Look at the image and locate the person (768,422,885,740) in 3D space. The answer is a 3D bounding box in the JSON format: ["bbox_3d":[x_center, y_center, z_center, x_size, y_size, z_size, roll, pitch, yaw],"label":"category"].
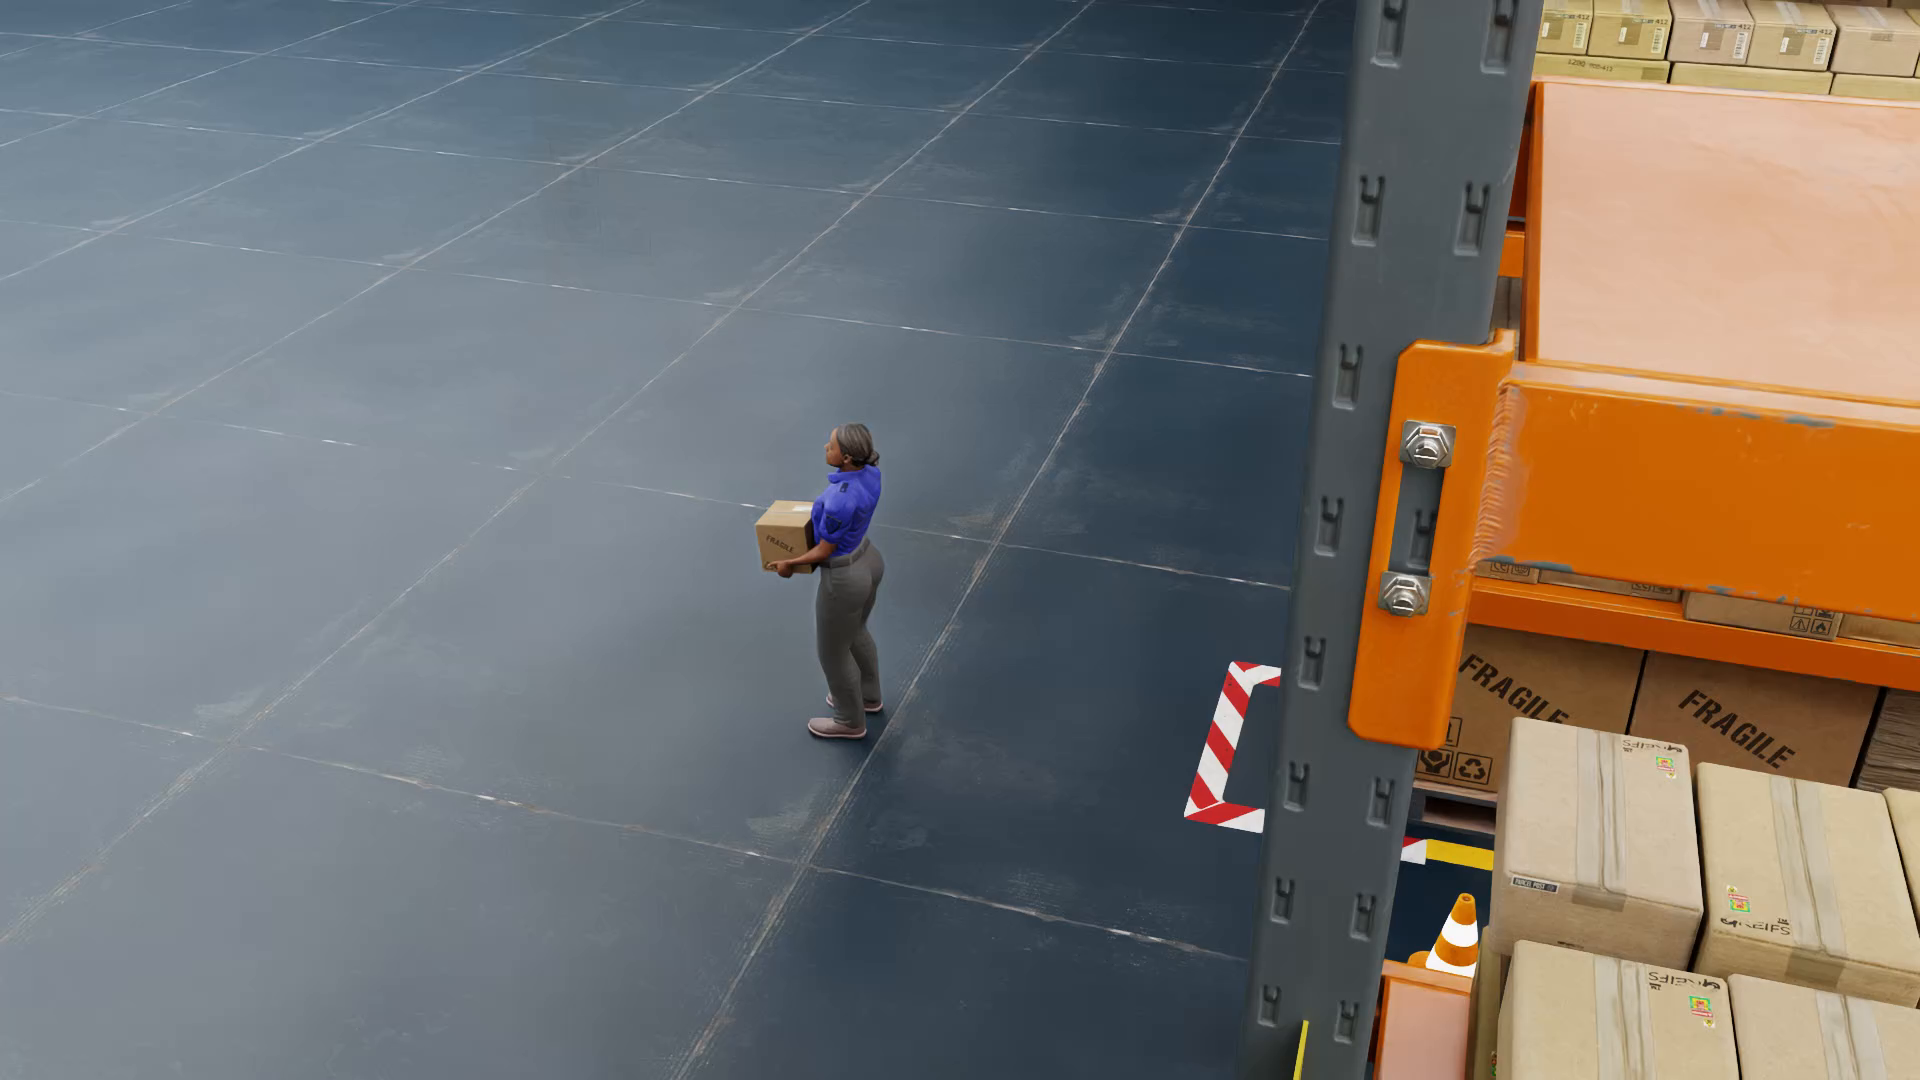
[{"bbox_3d":[-0.610,0.168,7.844,0.522,1.645,0.450,9,31,15],"label":"person"}]
